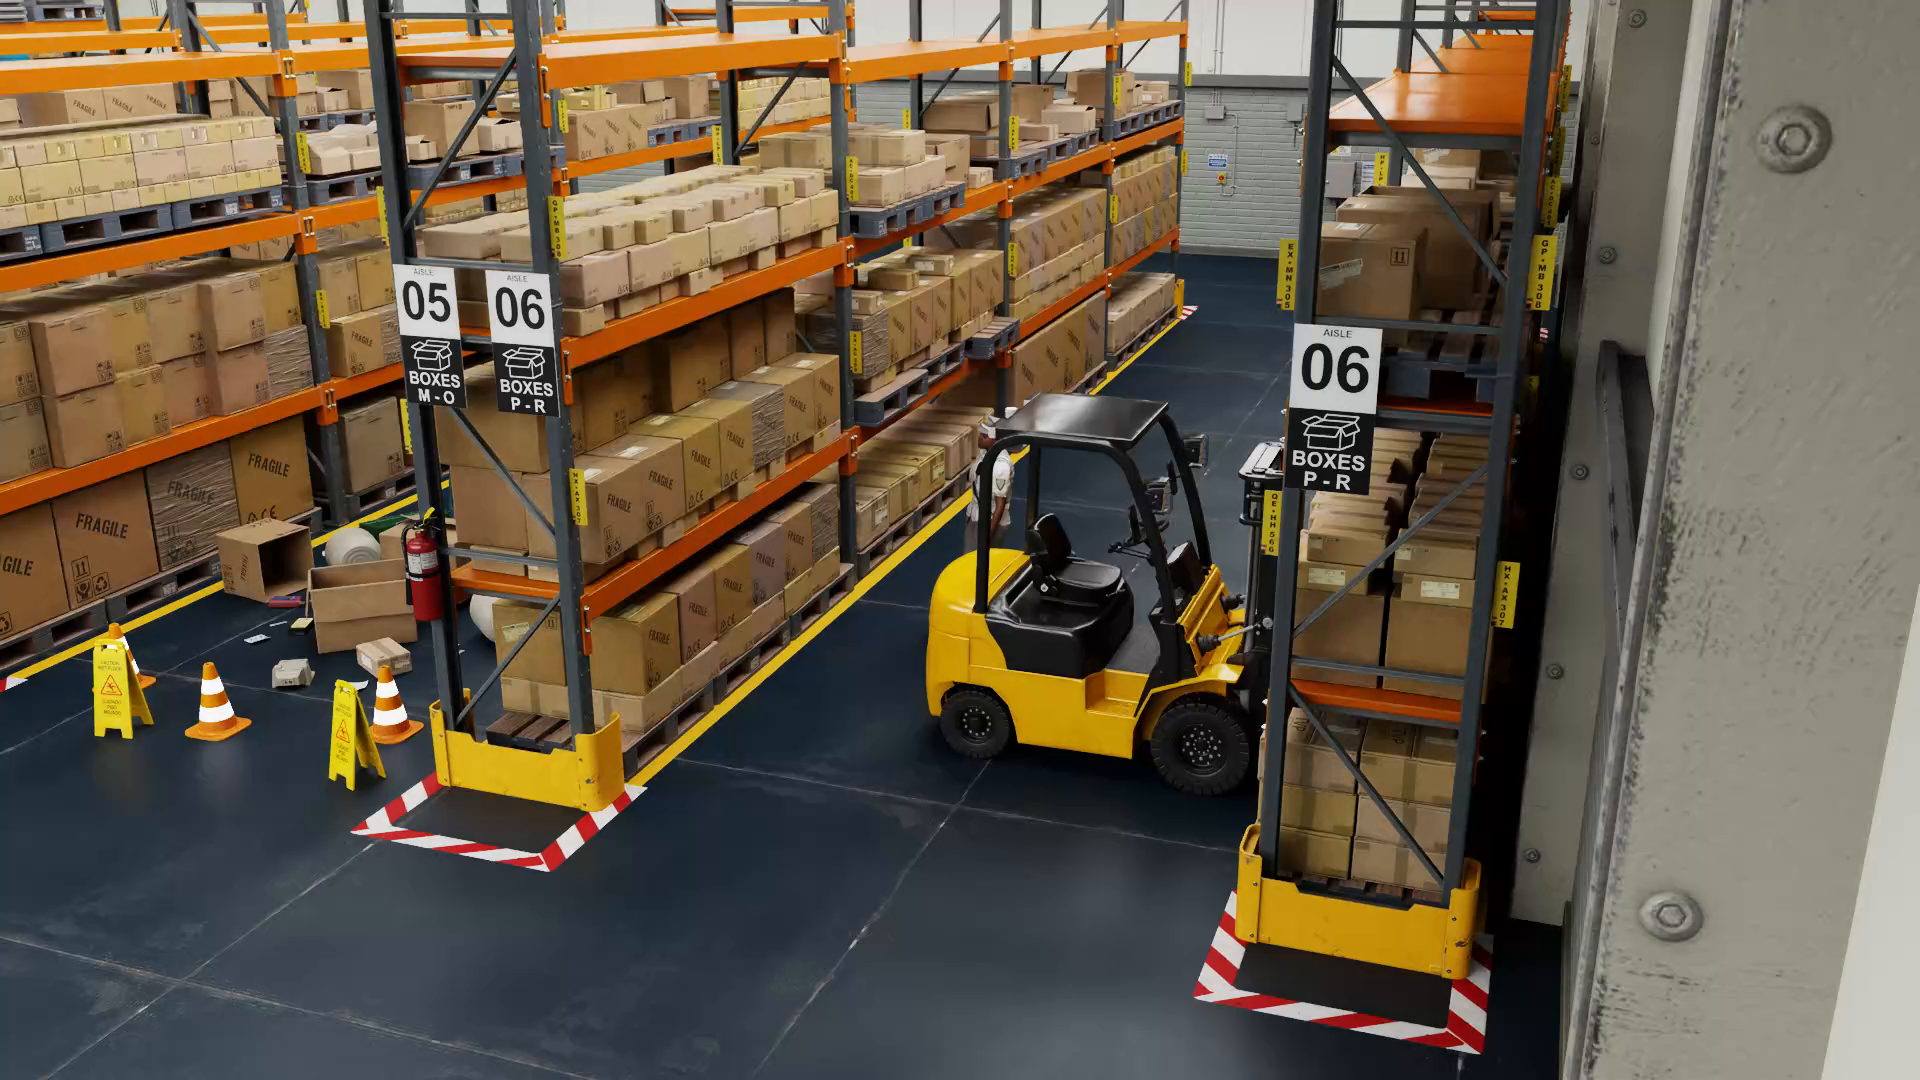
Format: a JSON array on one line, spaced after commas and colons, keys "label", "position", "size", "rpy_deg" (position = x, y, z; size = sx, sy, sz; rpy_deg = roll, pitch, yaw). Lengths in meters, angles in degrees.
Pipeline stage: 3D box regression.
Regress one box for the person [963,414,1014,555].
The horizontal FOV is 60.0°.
[{"label": "person", "position": [0.125, -0.123, 12.342], "size": [0.529, 1.696, 0.570], "rpy_deg": [-4, 19, -12]}]
